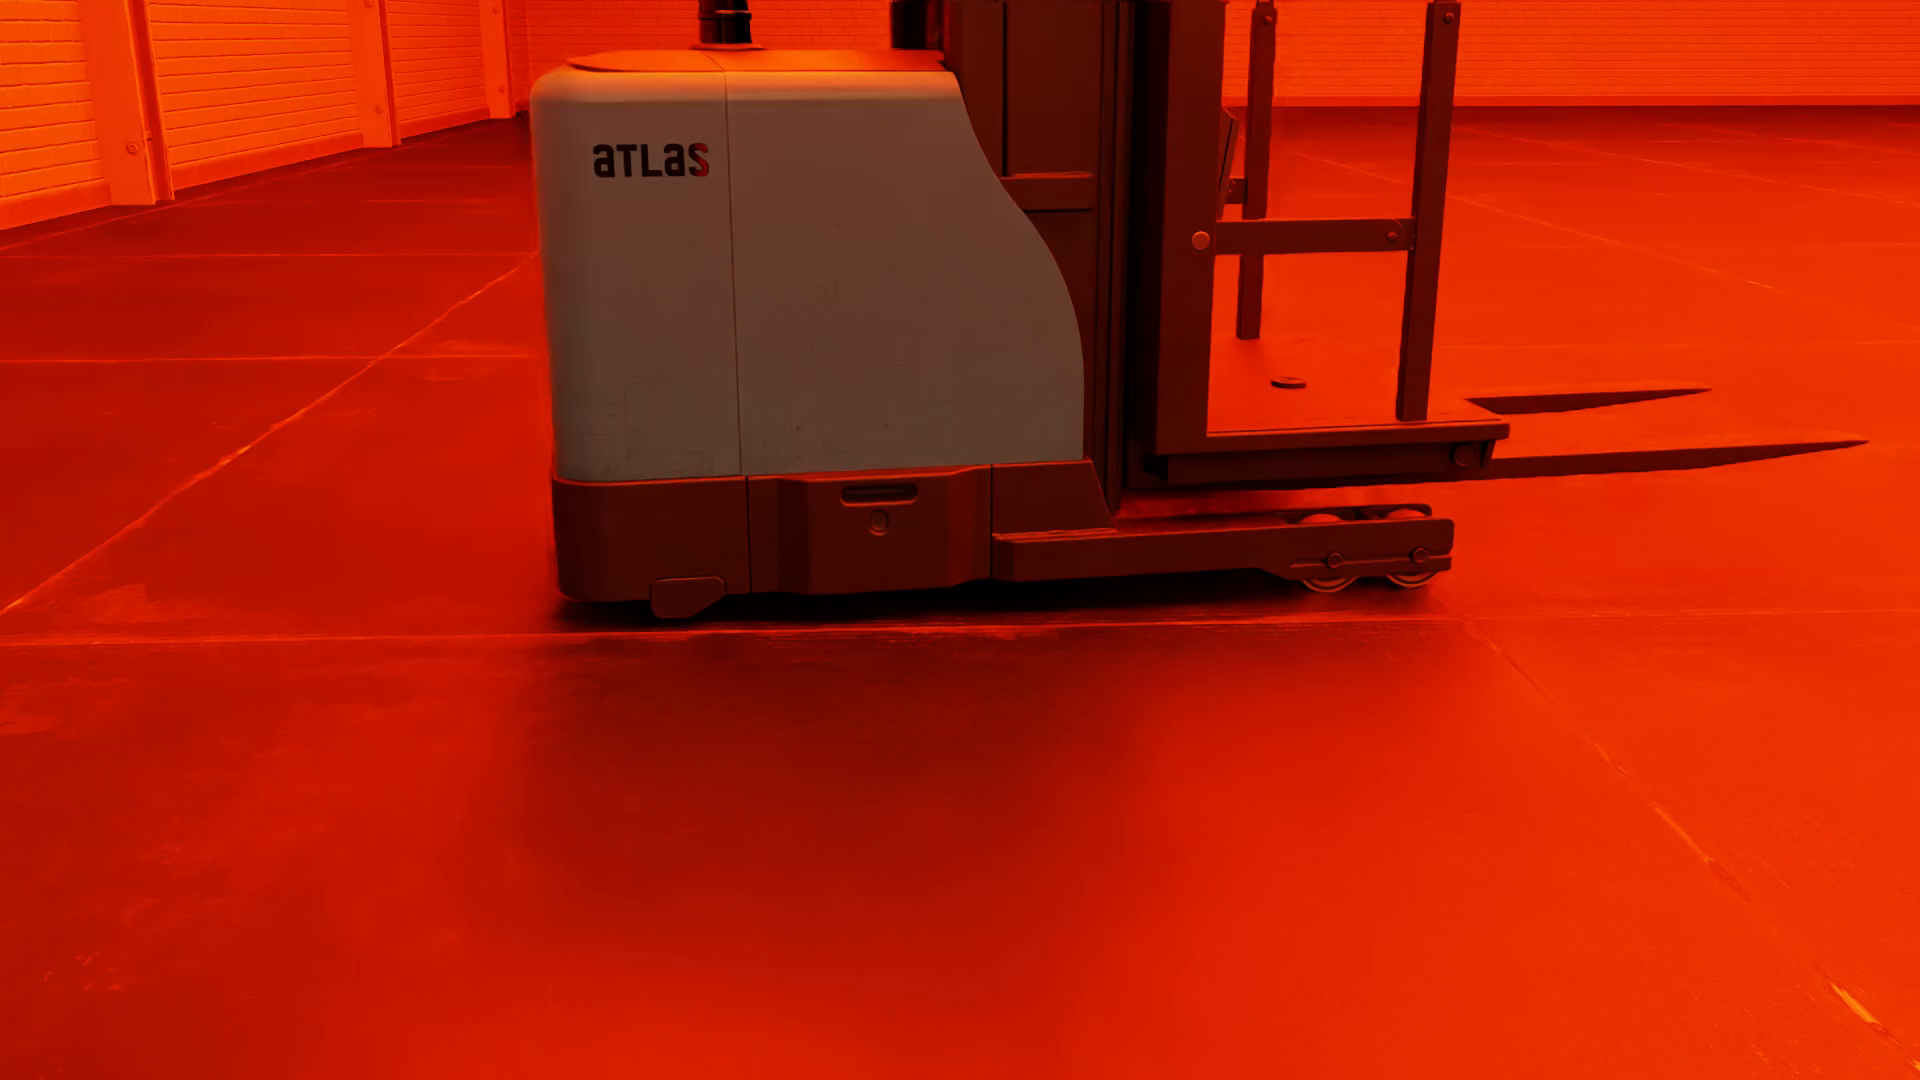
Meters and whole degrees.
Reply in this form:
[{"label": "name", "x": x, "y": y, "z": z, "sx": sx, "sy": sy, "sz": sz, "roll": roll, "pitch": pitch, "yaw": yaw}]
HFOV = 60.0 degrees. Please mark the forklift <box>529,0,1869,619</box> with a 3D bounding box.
[{"label": "forklift", "x": 0.600, "y": -1.438, "z": 3.608, "sx": 3.031, "sy": 2.935, "sz": 1.130, "roll": -3, "pitch": 17, "yaw": -10}]
